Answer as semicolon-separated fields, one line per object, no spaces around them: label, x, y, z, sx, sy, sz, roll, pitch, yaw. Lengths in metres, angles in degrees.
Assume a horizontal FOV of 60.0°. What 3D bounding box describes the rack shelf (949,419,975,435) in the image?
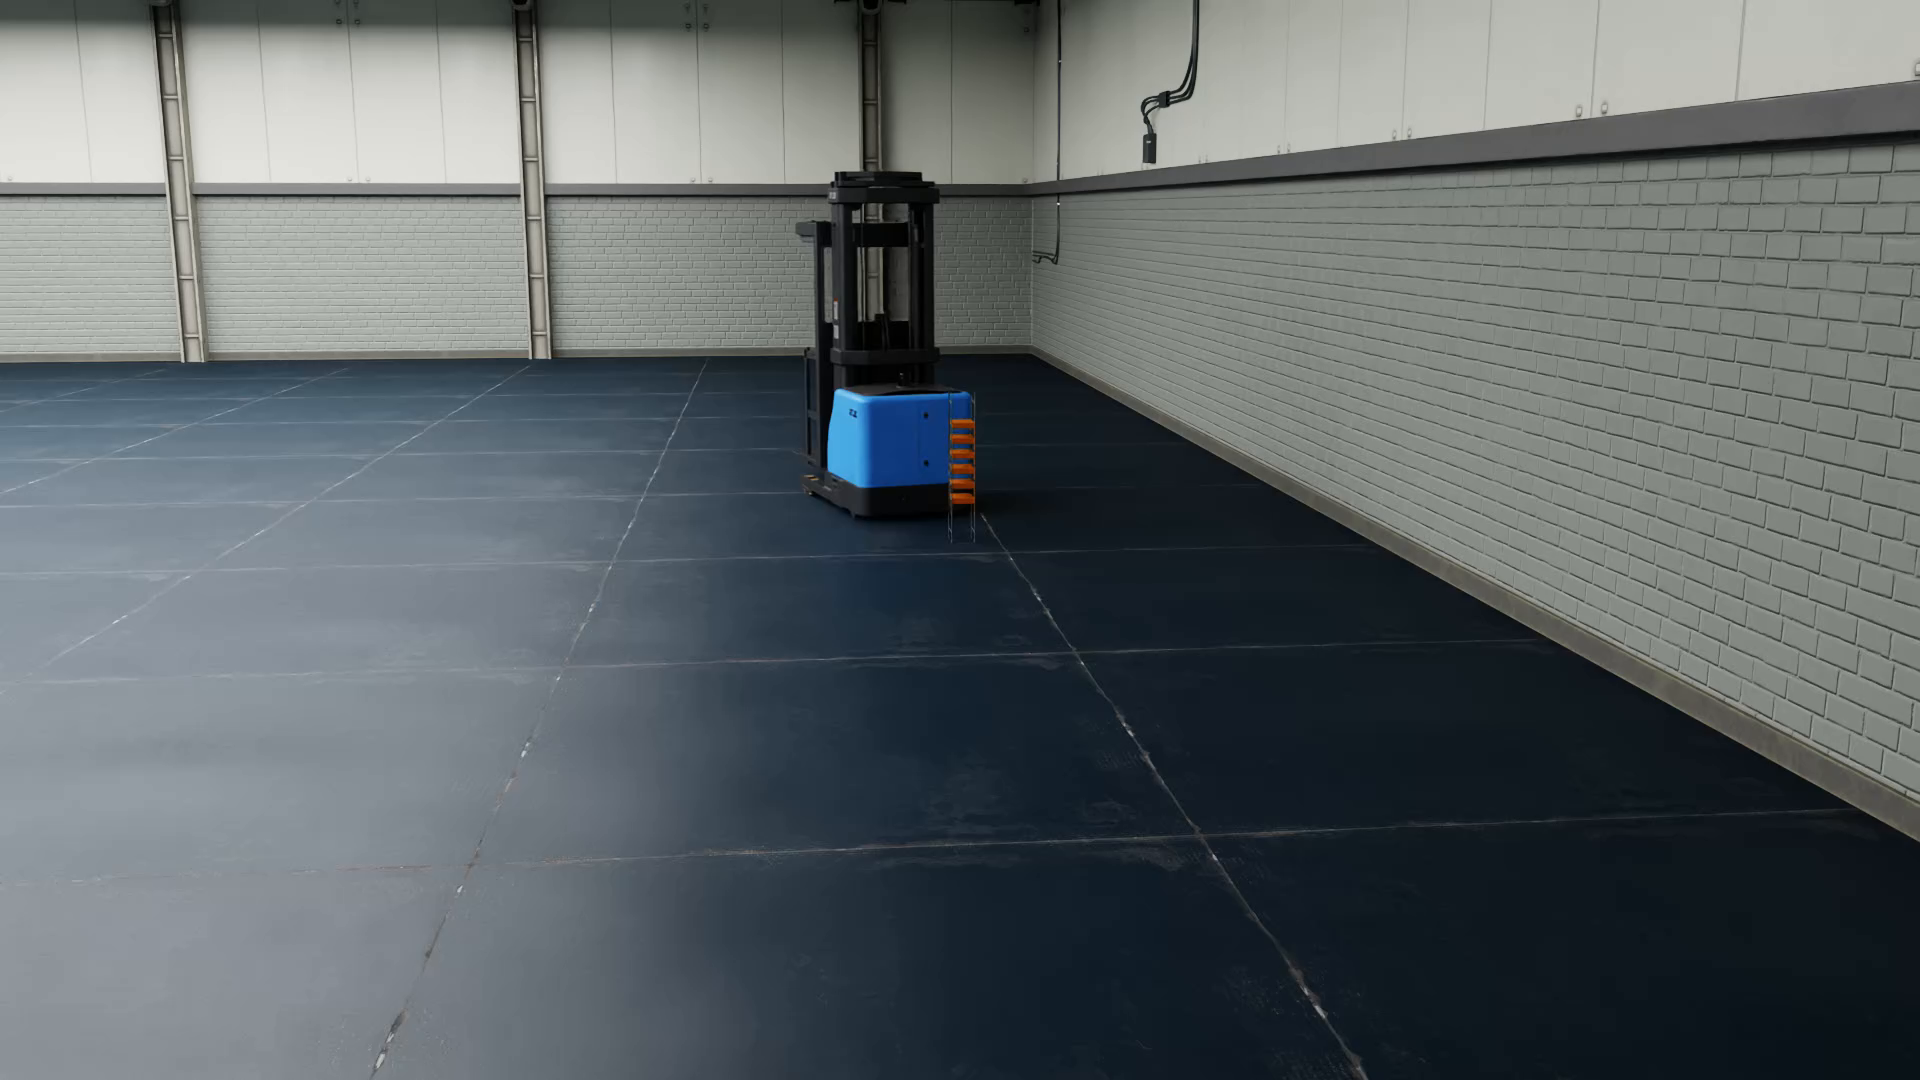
rack shelf;0.014;-0.899;13.193;0.180;0.103;0.258;-1;11;-6

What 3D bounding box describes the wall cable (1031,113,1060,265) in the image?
wall cable;1.456;-6.116;29.198;0.112;2.526;3.097;-1;11;-6

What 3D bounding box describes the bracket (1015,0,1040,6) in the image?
bracket;1.191;-9.588;29.478;0.430;0.232;0.235;-1;11;-6

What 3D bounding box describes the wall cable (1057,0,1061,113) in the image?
wall cable;1.748;-8.075;26.072;0.112;2.526;3.097;-1;11;-6

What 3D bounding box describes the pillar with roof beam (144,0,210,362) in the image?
pillar with roof beam;-13.081;-6.756;24.406;0.548;9.000;9.100;-1;11;-6

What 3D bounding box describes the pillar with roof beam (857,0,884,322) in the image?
pillar with roof beam;-1.151;-7.006;25.677;0.548;9.000;9.100;-1;11;-6

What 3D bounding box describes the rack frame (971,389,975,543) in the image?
rack frame;0.105;-0.591;13.263;0.006;1.200;0.240;-1;11;-6

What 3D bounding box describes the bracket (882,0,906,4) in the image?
bracket;-1.165;-9.538;29.227;0.430;0.232;0.235;-1;11;-6

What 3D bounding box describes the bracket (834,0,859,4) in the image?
bracket;-1.990;-9.521;29.139;0.430;0.232;0.235;-1;11;-6

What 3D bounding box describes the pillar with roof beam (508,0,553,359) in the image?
pillar with roof beam;-7.116;-6.881;25.041;0.548;9.000;9.100;-1;11;-6

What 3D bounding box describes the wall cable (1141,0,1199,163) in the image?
wall cable;2.465;-7.487;19.308;0.169;6.003;2.305;-1;11;-6

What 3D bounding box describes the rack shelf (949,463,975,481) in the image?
rack shelf;0.014;-0.545;13.262;0.180;0.103;0.258;-1;11;-6

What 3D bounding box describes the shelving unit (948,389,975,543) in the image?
shelving unit;0.014;-0.589;13.254;0.189;1.200;0.258;-1;11;-6

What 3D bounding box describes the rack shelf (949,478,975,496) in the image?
rack shelf;0.014;-0.428;13.286;0.180;0.103;0.258;-1;11;-6

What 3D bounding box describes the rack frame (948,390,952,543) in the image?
rack frame;-0.077;-0.587;13.244;0.006;1.200;0.240;-1;11;-6

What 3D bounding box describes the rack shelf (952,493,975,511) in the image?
rack shelf;0.014;-0.310;13.309;0.180;0.103;0.258;-1;11;-6

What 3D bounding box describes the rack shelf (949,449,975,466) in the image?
rack shelf;0.014;-0.663;13.239;0.180;0.103;0.258;-1;11;-6

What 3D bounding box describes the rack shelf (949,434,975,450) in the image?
rack shelf;0.014;-0.781;13.216;0.180;0.103;0.258;-1;11;-6

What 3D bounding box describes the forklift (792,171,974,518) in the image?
forklift;-0.860;-1.871;15.289;1.130;2.935;3.031;-4;12;-20
